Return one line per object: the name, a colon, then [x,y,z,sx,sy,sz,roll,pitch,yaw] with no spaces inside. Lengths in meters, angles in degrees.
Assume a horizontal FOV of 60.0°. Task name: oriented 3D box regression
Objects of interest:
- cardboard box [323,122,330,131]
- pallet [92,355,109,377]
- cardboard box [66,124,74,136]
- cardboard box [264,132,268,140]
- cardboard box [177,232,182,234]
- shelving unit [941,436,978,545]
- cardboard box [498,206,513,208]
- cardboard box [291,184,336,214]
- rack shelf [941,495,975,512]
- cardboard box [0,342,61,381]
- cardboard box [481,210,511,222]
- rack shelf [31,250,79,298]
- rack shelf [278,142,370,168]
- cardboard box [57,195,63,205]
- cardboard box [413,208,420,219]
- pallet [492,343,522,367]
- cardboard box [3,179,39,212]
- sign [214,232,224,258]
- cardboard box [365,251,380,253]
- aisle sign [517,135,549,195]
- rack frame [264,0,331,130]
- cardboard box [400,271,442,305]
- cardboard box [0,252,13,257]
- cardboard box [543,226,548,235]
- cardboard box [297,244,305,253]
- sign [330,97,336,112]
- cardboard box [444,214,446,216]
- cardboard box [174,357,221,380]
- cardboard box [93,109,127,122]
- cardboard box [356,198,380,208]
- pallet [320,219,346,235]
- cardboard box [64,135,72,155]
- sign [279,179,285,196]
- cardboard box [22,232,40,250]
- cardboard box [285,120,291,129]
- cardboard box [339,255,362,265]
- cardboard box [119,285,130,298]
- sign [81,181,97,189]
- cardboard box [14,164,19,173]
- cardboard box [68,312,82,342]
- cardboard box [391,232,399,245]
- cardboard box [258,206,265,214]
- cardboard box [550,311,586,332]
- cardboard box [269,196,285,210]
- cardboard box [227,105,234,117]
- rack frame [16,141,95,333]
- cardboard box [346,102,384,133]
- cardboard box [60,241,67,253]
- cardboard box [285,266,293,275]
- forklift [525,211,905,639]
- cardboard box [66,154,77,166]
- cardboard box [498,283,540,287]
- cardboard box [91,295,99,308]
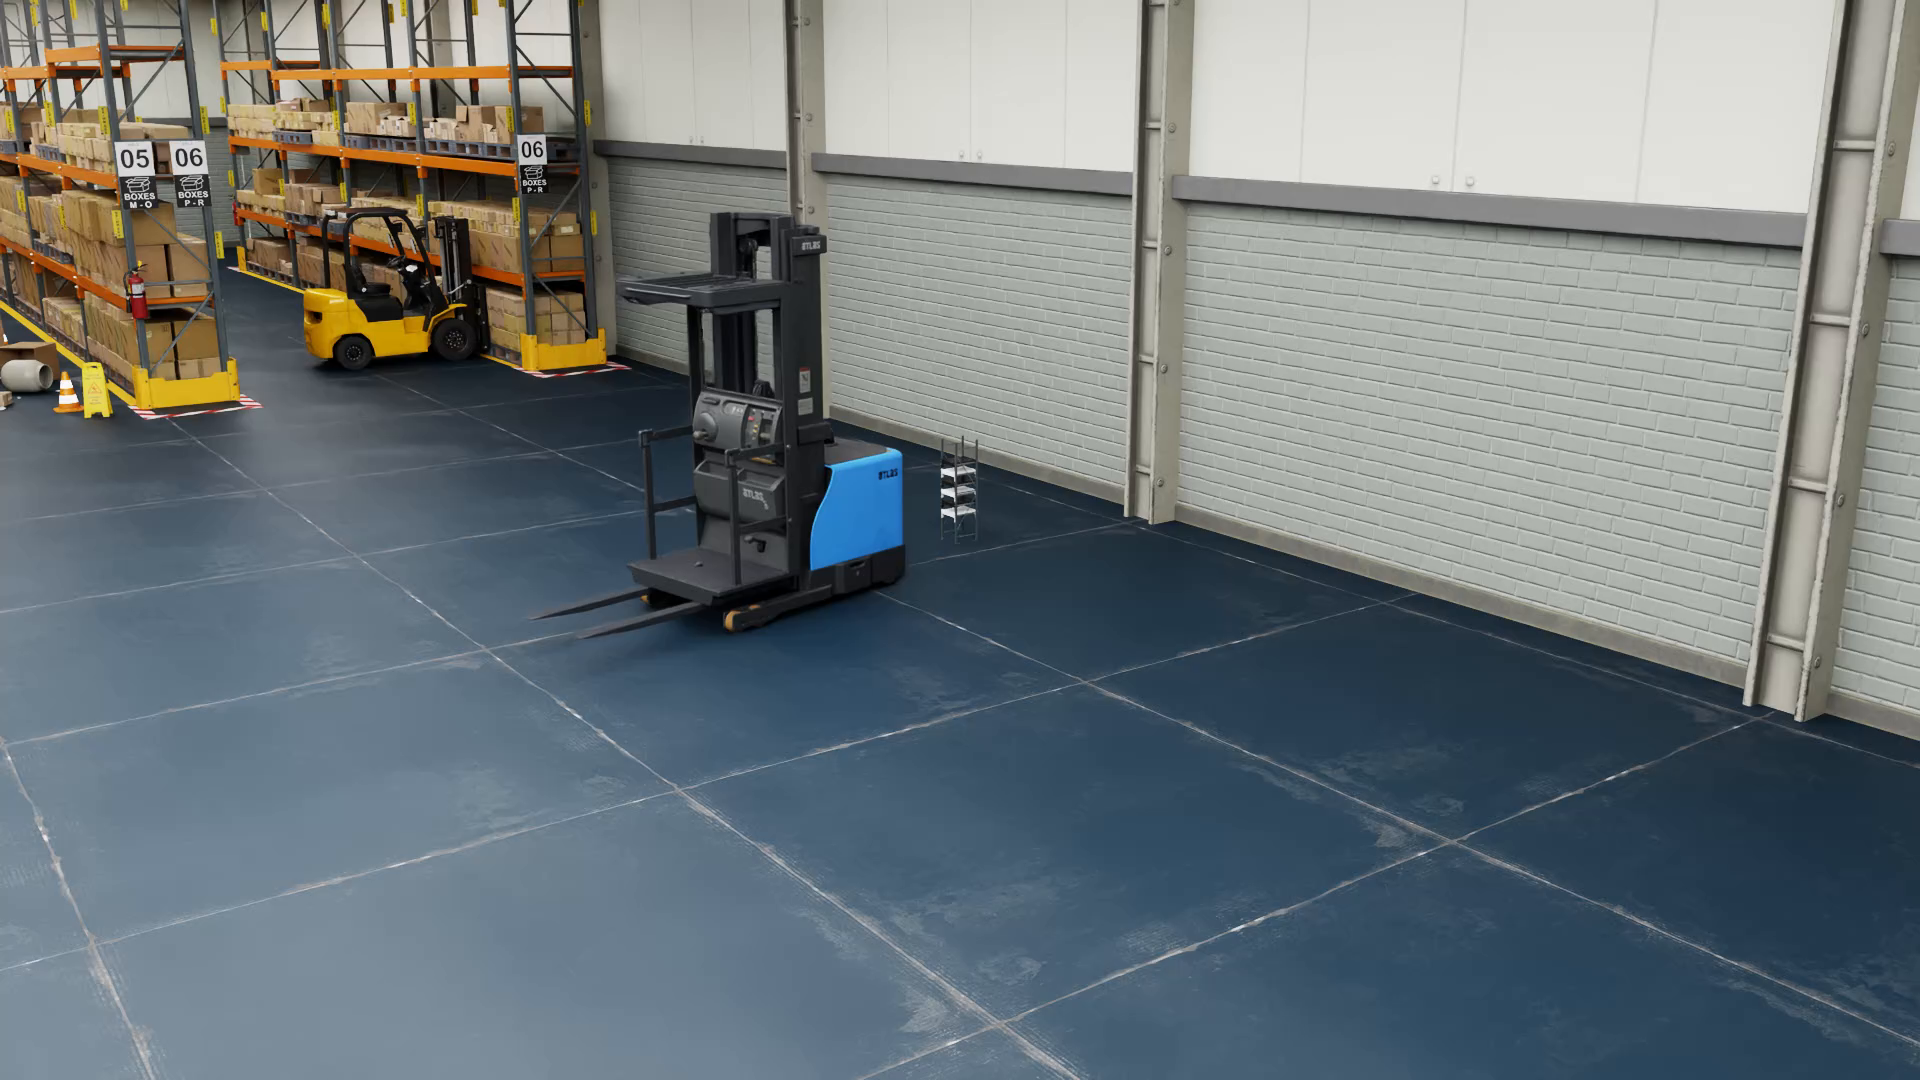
cardboard box: [-11.181,-7.405,29.798,0.380,0.149,0.250,-11,19,-35]
pallet: [-11.564,-2.527,23.410,1.003,0.211,1.213,-11,19,-35]
cardboard box: [-11.608,-5.433,22.029,0.380,0.149,0.250,-11,19,-35]
cardboard box: [-13.561,-8.011,32.957,0.380,0.149,0.250,-11,19,-35]
cardboard box: [-10.603,-3.818,22.091,0.500,0.500,0.500,-11,19,-36]
shelving unit: [-0.005,-0.436,14.464,0.258,0.900,0.210,-11,19,-35]
cardboard box: [-6.692,-4.927,24.915,0.380,0.149,0.250,-10,18,-33]
cardboard box: [-12.270,-6.492,31.628,0.700,0.500,0.500,-11,19,-34]
rack shelf: [-0.005,-0.317,14.496,0.258,0.077,0.200,-11,19,-35]
cardboard box: [-12.458,-2.366,22.268,0.500,0.500,0.500,1,15,4]
cardboard box: [-6.678,-4.678,24.005,0.380,0.149,0.250,-10,18,-33]
rack shelf: [-13.163,-4.090,25.201,1.077,0.370,4.000,-11,19,-35]
rack shelf: [-11.502,-7.162,30.744,1.077,0.370,4.000,-11,19,-35]
cardboard box: [-12.857,-4.926,24.115,0.380,0.149,0.250,-12,19,-36]
cardboard box: [-8.521,-5.233,26.596,0.380,0.149,0.250,-11,19,-35]
pallet: [-6.106,-2.739,24.184,1.003,0.211,1.213,-11,19,-35]
cardboard box: [-15.741,-5.789,27.962,0.500,0.500,0.500,-11,19,-35]
sign: [-9.196,-3.658,20.619,0.100,0.325,0.005,-11,19,-35]
cardboard box: [-10.811,-5.279,30.893,0.380,0.149,0.250,-12,19,-37]
aisle sign: [-5.821,-5.122,22.682,0.394,0.787,0.004,-11,19,-35]
rack frame: [-12.678,-9.383,31.813,1.000,3.000,0.127,-11,19,-35]
cardboard box: [-8.740,-4.115,27.632,0.875,0.625,0.625,-11,19,-35]
cardboard box: [-18.574,-5.414,32.733,0.875,0.438,0.875,-12,19,-36]
cardboard box: [-5.808,-4.444,23.712,0.380,0.149,0.250,-11,19,-35]
cardboard box: [-12.682,-5.682,32.363,0.380,0.149,0.250,-10,18,-32]
sign: [-12.231,-8.463,32.406,0.100,0.325,0.005,-11,19,-35]
cardboard box: [-7.670,-4.927,25.478,0.380,0.149,0.250,-11,19,-35]
cardboard box: [-9.886,-2.248,21.519,0.500,0.250,0.500,-11,19,-35]
cardboard box: [-12.308,-6.120,24.114,0.500,0.250,0.500,-11,19,-36]
cardboard box: [-10.219,-5.826,28.762,0.380,0.149,0.250,-10,18,-33]
pallet: [-10.781,-5.677,29.999,1.213,0.211,1.003,-11,19,-35]
cardboard box: [-11.639,-5.283,22.235,0.500,0.250,0.500,-11,19,-35]
sign: [-13.112,-6.821,32.177,0.100,0.325,0.005,-11,19,-35]
cardboard box: [-14.846,-4.860,26.934,0.500,0.250,0.500,-12,19,-36]
cardboard box: [-12.392,-7.774,31.106,0.380,0.149,0.250,-11,19,-34]
cardboard box: [-11.007,-5.065,30.110,0.380,0.149,0.250,-12,19,-37]
cardboard box: [-10.267,-3.118,20.763,0.380,0.149,0.250,-11,19,-35]
sign: [-20.314,-8.143,38.826,0.329,0.494,0.001,-11,19,-35]
cardboard box: [-17.015,-6.770,30.316,0.380,0.149,0.250,-11,19,-35]
cardboard box: [-12.723,-3.210,24.804,0.950,0.372,0.625,-10,18,-31]
cardboard box: [-9.049,-4.993,27.422,0.500,0.250,0.500,-11,19,-34]
cardboard box: [-14.170,-6.774,34.120,0.380,0.149,0.250,-10,18,-33]
cardboard box: [-5.731,-3.177,23.969,0.500,0.250,0.500,-10,18,-34]
cardboard box: [-13.481,-6.736,33.227,0.500,0.250,0.500,-11,19,-34]
cardboard box: [-14.972,-8.969,34.756,0.500,0.250,0.500,-11,19,-35]
rack frame: [-14.339,-4.864,26.666,1.000,3.000,0.127,-11,19,-35]
cardboard box: [-10.097,-7.189,28.303,0.500,0.500,0.500,-11,19,-34]
cardboard box: [-12.834,-4.267,24.165,0.380,0.149,0.250,-11,19,-35]
cardboard box: [-13.243,-5.391,33.194,0.380,0.149,0.250,-12,19,-36]
forklift: [-1.804,-0.885,12.259,1.130,2.935,3.031,14,20,41]
cardboard box: [-11.895,-5.166,22.563,0.380,0.149,0.250,-11,19,-34]
cardboard box: [-6.630,-3.743,25.088,0.500,0.250,0.500,-11,19,-36]
cardboard box: [-11.530,-3.248,22.524,0.380,0.149,0.250,-10,18,-32]
